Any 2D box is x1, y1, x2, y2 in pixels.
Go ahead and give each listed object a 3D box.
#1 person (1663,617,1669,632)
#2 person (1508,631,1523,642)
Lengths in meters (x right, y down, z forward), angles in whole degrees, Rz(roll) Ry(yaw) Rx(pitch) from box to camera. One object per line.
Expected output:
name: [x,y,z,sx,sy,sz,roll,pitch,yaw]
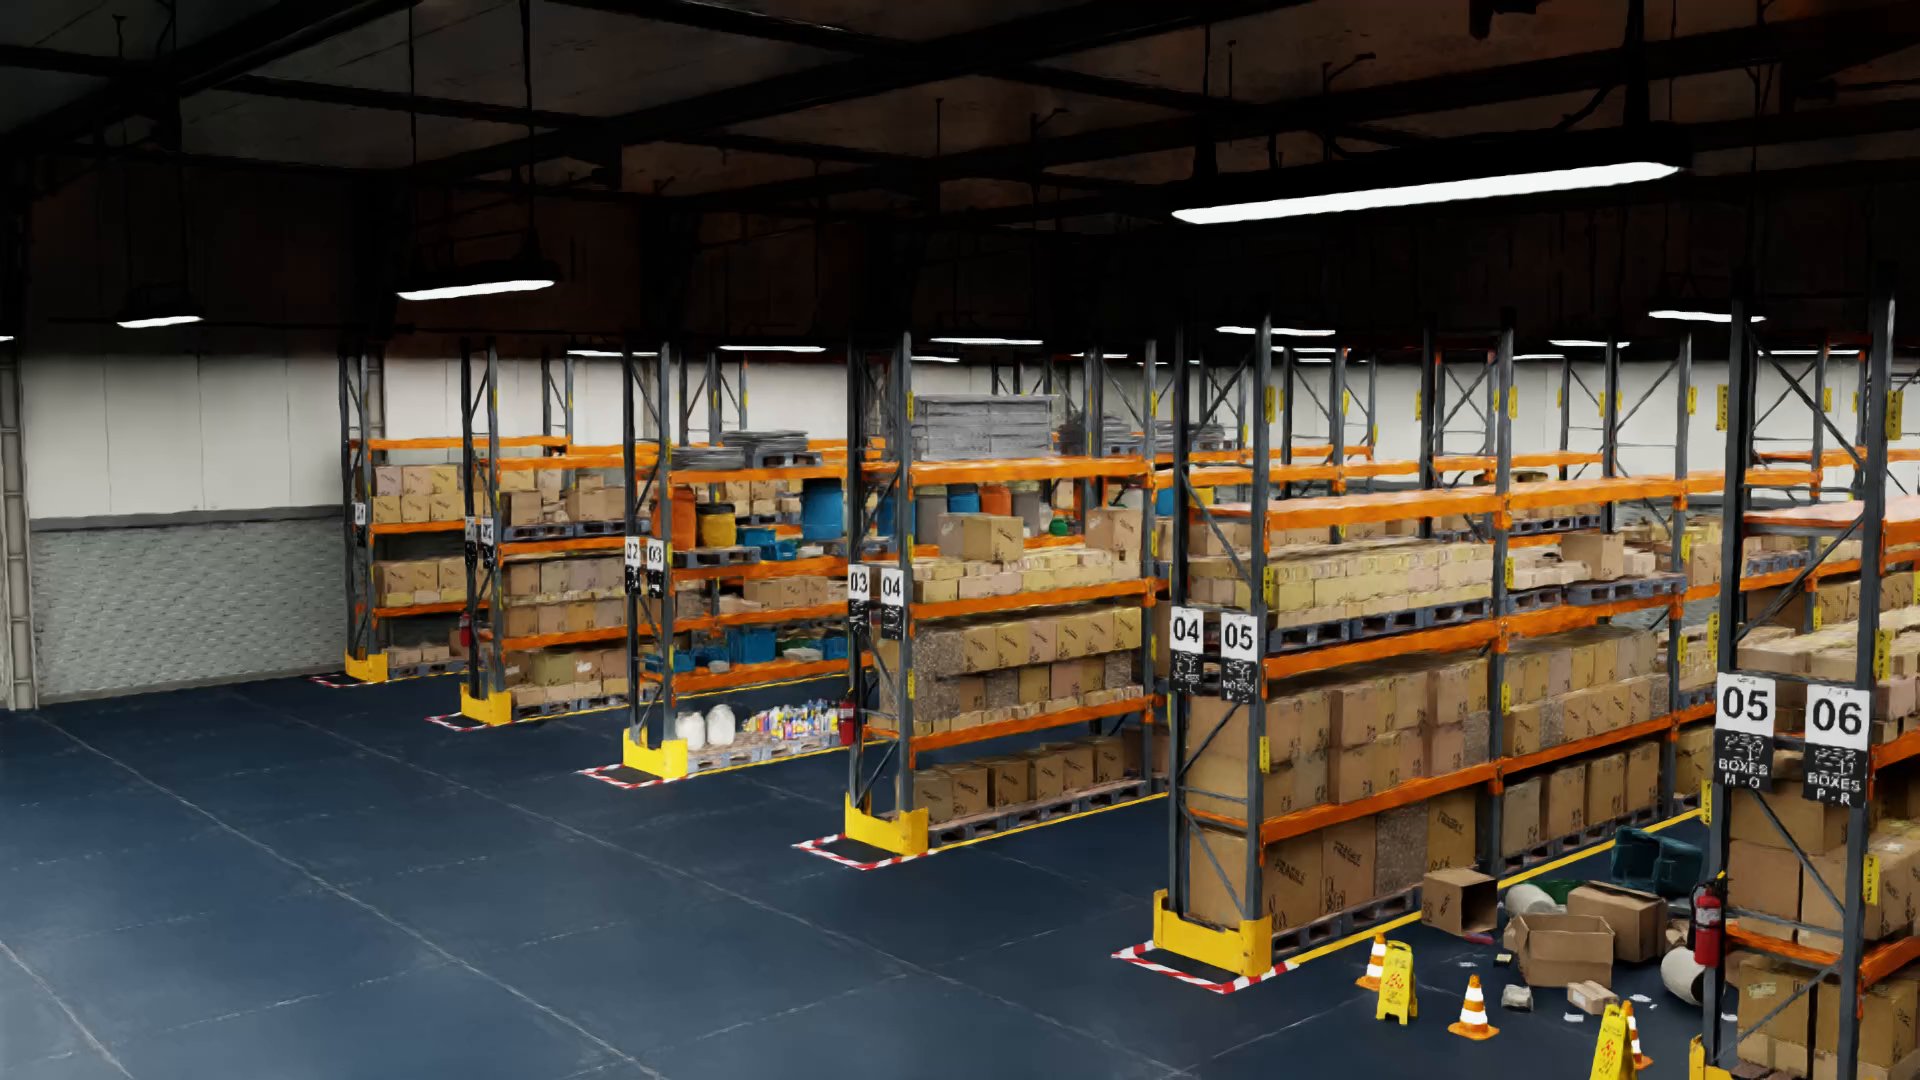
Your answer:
person: [11.620,1.968,27.102,1.036,1.517,0.417,-4,7,-39]
person: [8.012,2.142,23.968,0.476,1.738,0.625,2,6,25]
